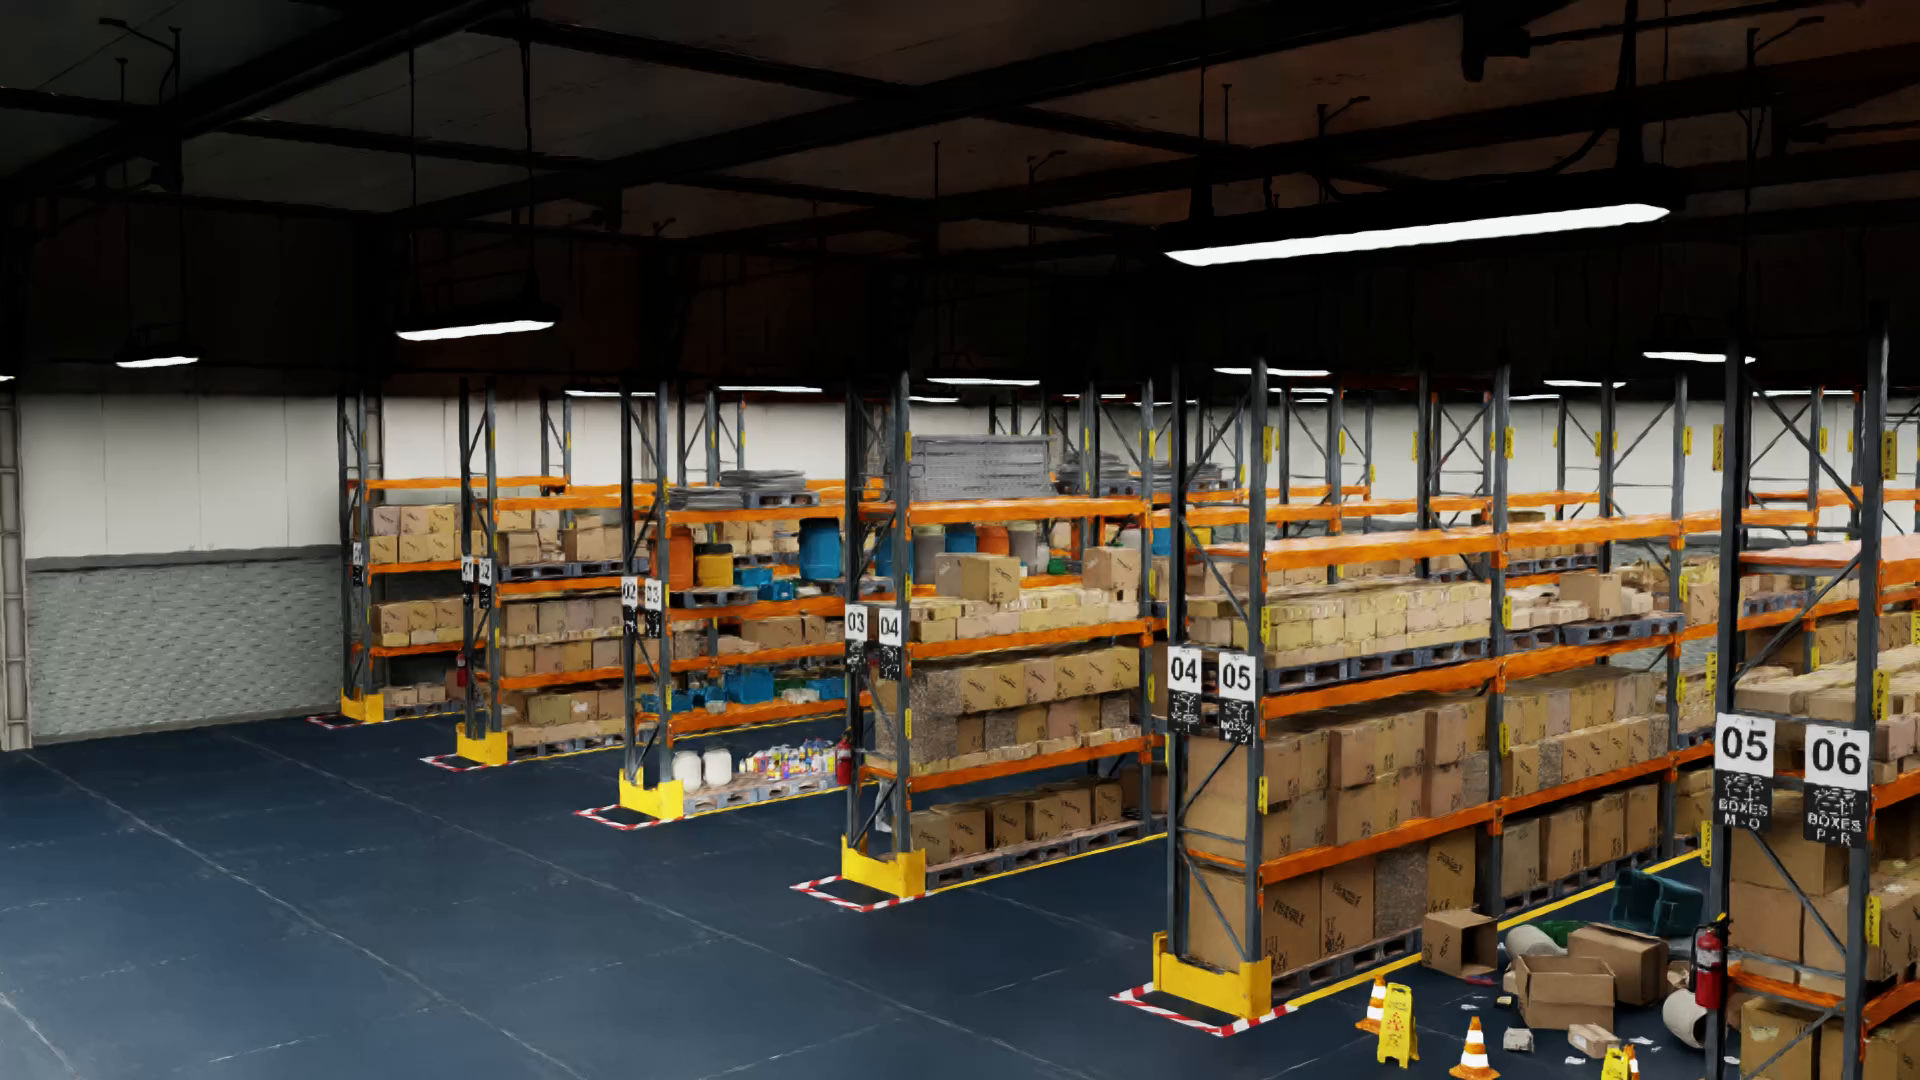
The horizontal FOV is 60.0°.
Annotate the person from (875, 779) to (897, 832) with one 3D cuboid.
[{"bbox_3d":[-0.847,2.843,21.516,0.457,1.783,0.618,1,4,18],"label":"person"}]

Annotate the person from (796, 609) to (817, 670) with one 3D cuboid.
[{"bbox_3d":[-3.060,2.130,33.318,0.578,1.714,0.719,-4,5,-44],"label":"person"}]
